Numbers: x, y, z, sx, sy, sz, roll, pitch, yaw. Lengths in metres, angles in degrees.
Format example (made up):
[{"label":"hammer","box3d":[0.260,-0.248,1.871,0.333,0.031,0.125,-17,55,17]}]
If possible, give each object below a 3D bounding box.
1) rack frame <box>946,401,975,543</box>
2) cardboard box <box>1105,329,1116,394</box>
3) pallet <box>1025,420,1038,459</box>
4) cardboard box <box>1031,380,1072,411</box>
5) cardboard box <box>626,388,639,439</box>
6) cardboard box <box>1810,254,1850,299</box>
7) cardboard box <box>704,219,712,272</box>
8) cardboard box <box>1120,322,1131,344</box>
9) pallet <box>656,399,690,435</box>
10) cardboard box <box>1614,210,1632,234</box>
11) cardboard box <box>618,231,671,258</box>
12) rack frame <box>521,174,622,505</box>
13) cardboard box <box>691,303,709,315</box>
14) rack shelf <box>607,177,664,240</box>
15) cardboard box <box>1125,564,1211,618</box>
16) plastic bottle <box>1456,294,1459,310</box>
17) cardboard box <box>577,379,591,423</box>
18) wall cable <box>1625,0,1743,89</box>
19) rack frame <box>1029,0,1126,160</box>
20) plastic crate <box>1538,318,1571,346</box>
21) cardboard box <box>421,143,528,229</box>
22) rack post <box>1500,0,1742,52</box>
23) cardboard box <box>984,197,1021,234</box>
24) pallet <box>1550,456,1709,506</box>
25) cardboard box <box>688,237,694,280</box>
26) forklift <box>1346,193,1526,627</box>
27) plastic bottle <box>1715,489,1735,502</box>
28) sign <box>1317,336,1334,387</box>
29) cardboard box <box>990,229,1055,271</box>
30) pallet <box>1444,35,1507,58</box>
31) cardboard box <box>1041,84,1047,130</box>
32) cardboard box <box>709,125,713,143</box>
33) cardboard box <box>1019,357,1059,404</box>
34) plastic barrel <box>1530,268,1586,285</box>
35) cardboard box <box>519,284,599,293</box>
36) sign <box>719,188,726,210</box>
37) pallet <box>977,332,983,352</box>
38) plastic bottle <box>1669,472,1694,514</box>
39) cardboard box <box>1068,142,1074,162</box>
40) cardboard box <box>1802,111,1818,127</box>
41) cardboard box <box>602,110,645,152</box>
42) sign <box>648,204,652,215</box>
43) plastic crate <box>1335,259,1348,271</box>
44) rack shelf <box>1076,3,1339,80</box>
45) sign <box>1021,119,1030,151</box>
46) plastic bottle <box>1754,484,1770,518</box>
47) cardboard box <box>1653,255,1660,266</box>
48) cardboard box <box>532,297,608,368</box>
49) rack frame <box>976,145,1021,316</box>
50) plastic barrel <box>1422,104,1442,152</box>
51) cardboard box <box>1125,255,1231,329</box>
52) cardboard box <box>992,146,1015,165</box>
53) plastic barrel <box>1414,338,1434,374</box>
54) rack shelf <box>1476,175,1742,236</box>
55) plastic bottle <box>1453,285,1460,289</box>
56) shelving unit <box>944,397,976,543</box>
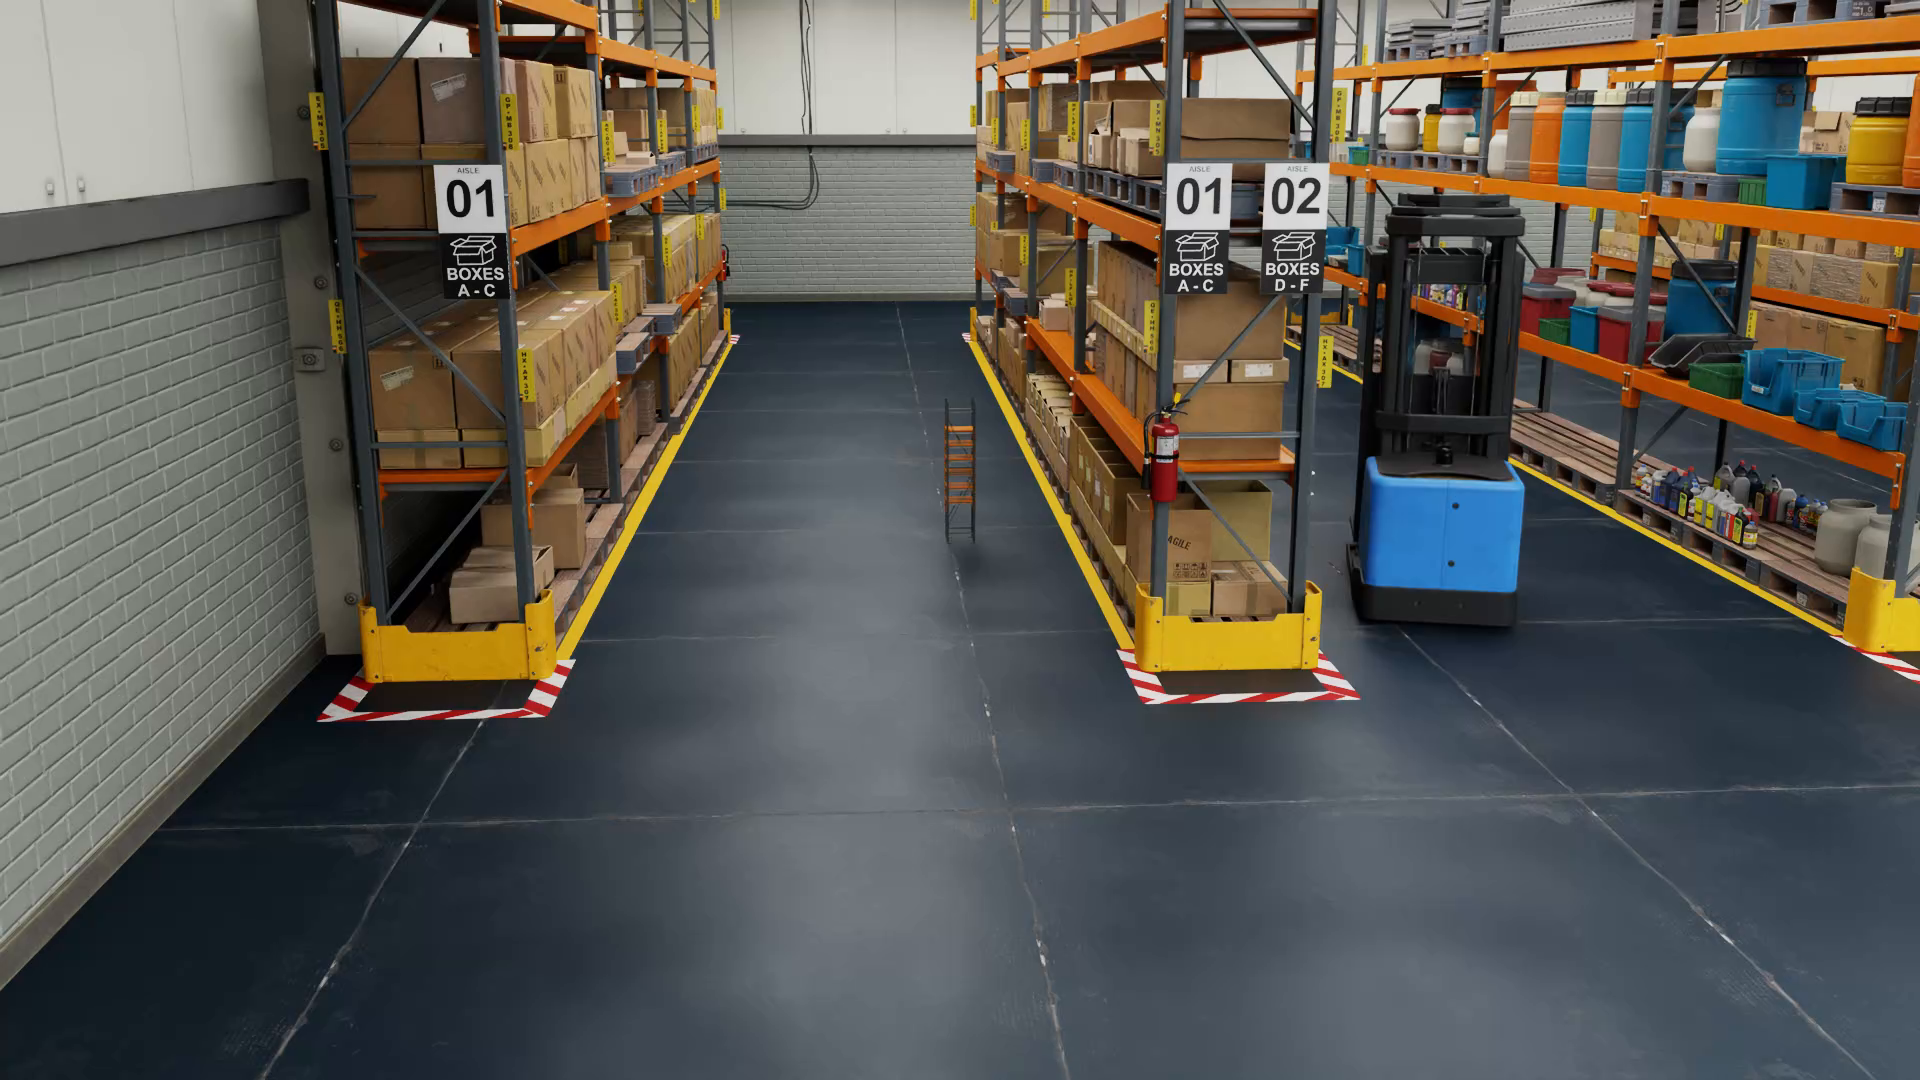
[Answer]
[{"label":"rack frame","box3d":[0.007,-0.555,13.774,0.240,1.200,0.006,-1,14,-3]},{"label":"cardboard box","box3d":[1.566,-1.460,13.481,0.700,0.500,0.500,-1,14,-4]},{"label":"pallet","box3d":[1.258,-1.092,17.848,1.003,0.211,1.213,-1,14,-3]},{"label":"cardboard box","box3d":[1.026,-1.526,17.488,0.500,0.311,0.500,-1,14,-5]},{"label":"cardboard box","box3d":[-3.686,-1.265,17.056,0.700,0.500,0.500,-1,14,-4]},{"label":"cardboard box","box3d":[10.795,-3.220,20.323,0.500,0.500,0.500,-1,14,-5]},{"label":"cardboard box","box3d":[-4.058,-4.208,23.760,0.980,0.700,0.700,-2,15,-6]},{"label":"cardboard box","box3d":[1.416,-1.561,12.570,0.380,0.149,0.250,-1,14,-4]},{"label":"pallet","box3d":[-3.672,-1.417,19.111,1.003,0.211,1.213,-1,14,-3]},{"label":"cardboard box","box3d":[10.429,-4.976,25.546,0.500,0.500,0.500,-1,14,-5]},{"label":"cardboard box","box3d":[-3.471,-3.260,18.334,0.500,0.250,0.500,-1,14,-2]},{"label":"rack frame","box3d":[-3.450,-1.576,14.131,1.000,3.000,0.127,-1,14,-3]},{"label":"cardboard box","box3d":[-3.762,-3.278,23.618,0.380,0.149,0.250,-1,14,-5]},{"label":"rack shelf","box3d":[-3.574,-3.177,15.780,1.077,0.370,4.000,-1,14,-3]},{"label":"cardboard box","box3d":[1.413,0.341,11.356,0.500,0.250,0.500,-1,14,-3]},{"label":"plastic bottle","box3d":[5.750,-2.750,19.095,0.097,0.201,0.097,0,14,0]},{"label":"cardboard box","box3d":[-3.017,-1.026,12.254,0.500,0.250,0.500,-1,14,-3]},{"label":"wall cable","box3d":[13.727,-10.712,31.146,2.277,5.999,0.120,-1,14,-3]},{"label":"rack frame","box3d":[1.246,-5.553,17.551,1.000,3.000,0.127,-1,14,-3]},{"label":"plastic crate","box3d":[6.048,-2.055,16.418,0.450,0.188,0.662,-1,14,-3]},{"label":"cardboard box","box3d":[-2.974,-2.179,10.214,0.500,0.500,0.500,-1,14,-2]},{"label":"rack post","box3d":[6.230,-5.219,15.851,1.013,1.000,3.121,-1,14,-3]},{"label":"cardboard box","box3d":[0.613,-4.675,23.969,0.500,0.500,0.500,-1,14,-4]},{"label":"pallet","box3d":[6.350,-0.573,15.830,1.003,0.211,1.213,-1,14,-3]},{"label":"cardboard box","box3d":[-3.624,-3.530,20.888,0.500,0.500,0.500,-1,14,-3]},{"label":"forklift","box3d":[3.591,-1.145,12.595,1.130,2.935,3.031,3,15,10]},{"label":"plastic bottle","box3d":[6.258,-0.271,13.645,0.152,0.276,0.135,-1,14,-3]},{"label":"sign","box3d":[2.296,-1.123,10.475,0.100,0.325,0.005,-1,14,-3]},{"label":"cardboard box","box3d":[0.804,-3.773,21.628,0.700,0.500,0.500,-6,16,-22]},{"label":"pallet","box3d":[6.176,-5.524,18.617,1.213,0.211,1.003,-1,14,-3]},{"label":"cardboard box","box3d":[1.193,-4.869,18.702,0.500,0.500,0.500,-1,14,-3]},{"label":"cardboard box","box3d":[-3.850,-5.885,24.115,0.500,0.250,0.500,-1,14,-6]},{"label":"cardboard box","box3d":[0.953,-1.879,19.445,0.500,0.500,0.500,0,14,-1]},{"label":"plastic barrel","box3d":[6.521,-2.679,18.144,0.600,0.536,0.708,-1,14,-3]},{"label":"cardboard box","box3d":[-3.448,-1.964,14.558,0.700,0.500,0.500,-1,14,-3]},{"label":"sign","box3d":[-3.651,-5.241,25.575,0.100,0.325,0.005,-1,14,-3]},{"label":"pallet","box3d":[0.805,-3.070,25.534,1.003,0.211,1.213,-1,14,-3]},{"label":"plastic bottle","box3d":[6.085,-0.405,14.013,0.144,0.351,0.185,-1,15,-6]},{"label":"cardboard box","box3d":[1.380,-3.989,16.950,0.500,0.250,0.500,0,14,-2]},{"label":"cardboard box","box3d":[10.931,-5.355,21.757,0.700,0.500,0.500,-1,14,-2]},{"label":"cardboard box","box3d":[-3.785,-4.402,18.013,0.700,0.500,0.500,-2,15,-8]},{"label":"sign","box3d":[-4.748,-5.011,25.585,0.100,0.325,0.005,-1,14,-3]},{"label":"plastic crate","box3d":[5.604,-3.888,23.551,0.437,0.125,0.590,-1,14,-3]},{"label":"rack shelf","box3d":[1.617,-3.519,11.891,1.077,0.370,4.000,-1,14,-3]},{"label":"sign","box3d":[0.704,-4.343,17.829,0.100,0.325,0.005,-1,14,-3]},{"label":"plastic bottle","box3d":[6.696,-0.335,13.875,0.061,0.283,0.133,-1,14,-3]},{"label":"cardboard box","box3d":[10.445,-4.127,24.550,0.380,0.149,0.250,-1,14,-3]},{"label":"cardboard box","box3d":[-3.076,-1.639,13.133,0.500,0.500,0.500,-1,14,-4]},{"label":"rack frame","box3d":[0.750,-4.638,26.031,1.000,3.000,0.127,-1,14,-3]},{"label":"plastic barrel","box3d":[6.201,-5.242,21.139,0.600,0.588,0.600,0,14,0]},{"label":"cardboard box","box3d":[1.621,-1.845,12.374,0.700,0.500,0.500,-1,14,-3]},{"label":"cardboard box","box3d":[0.702,-5.140,22.264,0.500,0.250,0.500,-1,14,-3]},{"label":"plastic barrel","box3d":[5.948,-2.263,20.953,0.421,0.512,0.421,0,14,0]},{"label":"rack shelf","box3d":[6.314,-3.330,16.374,1.077,0.370,4.000,-1,14,-3]},{"label":"plastic bottle","box3d":[6.242,-3.249,20.892,0.097,0.271,0.097,0,14,0]},{"label":"shelving unit","box3d":[0.001,-0.577,13.863,0.258,1.200,0.189,-1,14,-3]}]
